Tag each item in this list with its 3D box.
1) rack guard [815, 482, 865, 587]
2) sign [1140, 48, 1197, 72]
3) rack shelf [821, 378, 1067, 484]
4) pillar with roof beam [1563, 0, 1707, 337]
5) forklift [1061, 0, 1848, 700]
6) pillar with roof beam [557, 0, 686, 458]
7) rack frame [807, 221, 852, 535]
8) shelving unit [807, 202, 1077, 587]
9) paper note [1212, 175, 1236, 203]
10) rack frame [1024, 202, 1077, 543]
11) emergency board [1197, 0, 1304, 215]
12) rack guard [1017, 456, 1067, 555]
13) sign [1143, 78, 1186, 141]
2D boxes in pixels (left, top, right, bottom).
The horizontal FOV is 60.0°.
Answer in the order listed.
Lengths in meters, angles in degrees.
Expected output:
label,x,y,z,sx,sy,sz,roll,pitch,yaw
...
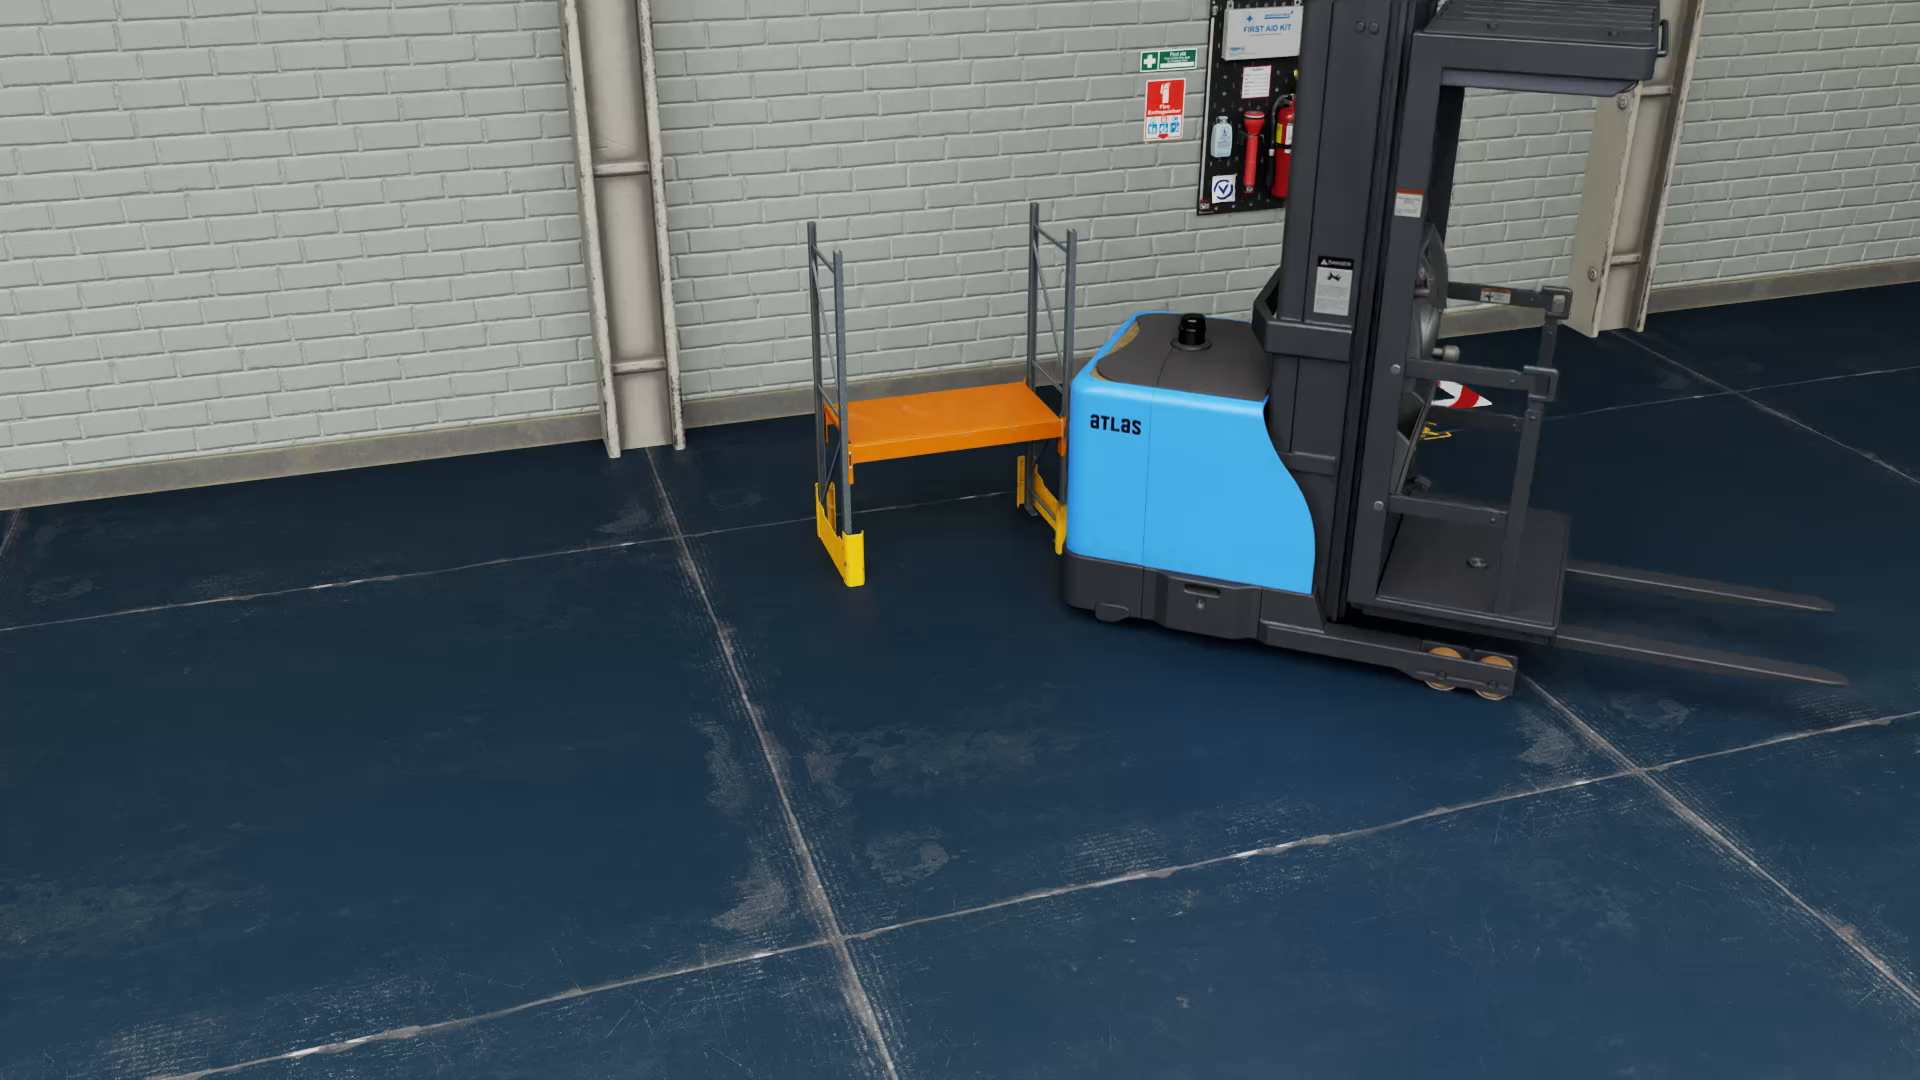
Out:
label,x,y,z,sx,sy,sz,roll,pitch,yaw
rack guard,-0.546,-0.033,7.535,0.087,0.250,0.587,-8,28,-16
sign,1.122,-2.580,8.937,0.331,0.109,0.001,-8,28,-16
rack shelf,-0.081,-0.499,7.473,1.000,0.185,0.538,-8,28,-16
pillar with roof beam,5.367,-3.553,4.787,0.400,9.000,9.100,-8,28,-16
forklift,2.001,-0.957,6.381,3.031,2.935,1.130,10,28,19
pillar with roof beam,-0.338,-2.727,3.123,0.400,9.000,9.100,-8,28,-16
rack frame,-0.564,-0.590,7.252,0.032,1.500,0.500,-8,28,-16
shelving unit,-0.072,-0.661,7.395,1.083,1.500,0.587,-8,28,-16
paper note,1.483,-1.972,9.340,0.142,0.148,0.016,-8,28,-16
rack frame,0.402,-0.730,7.534,0.032,1.500,0.500,-8,28,-16
emergency board,1.672,-2.362,9.134,0.643,1.169,0.194,-8,28,-16
rack guard,0.401,-0.170,7.811,0.087,0.250,0.587,-8,28,-16
sign,1.115,-2.345,9.061,0.234,0.329,0.001,-8,28,-16
